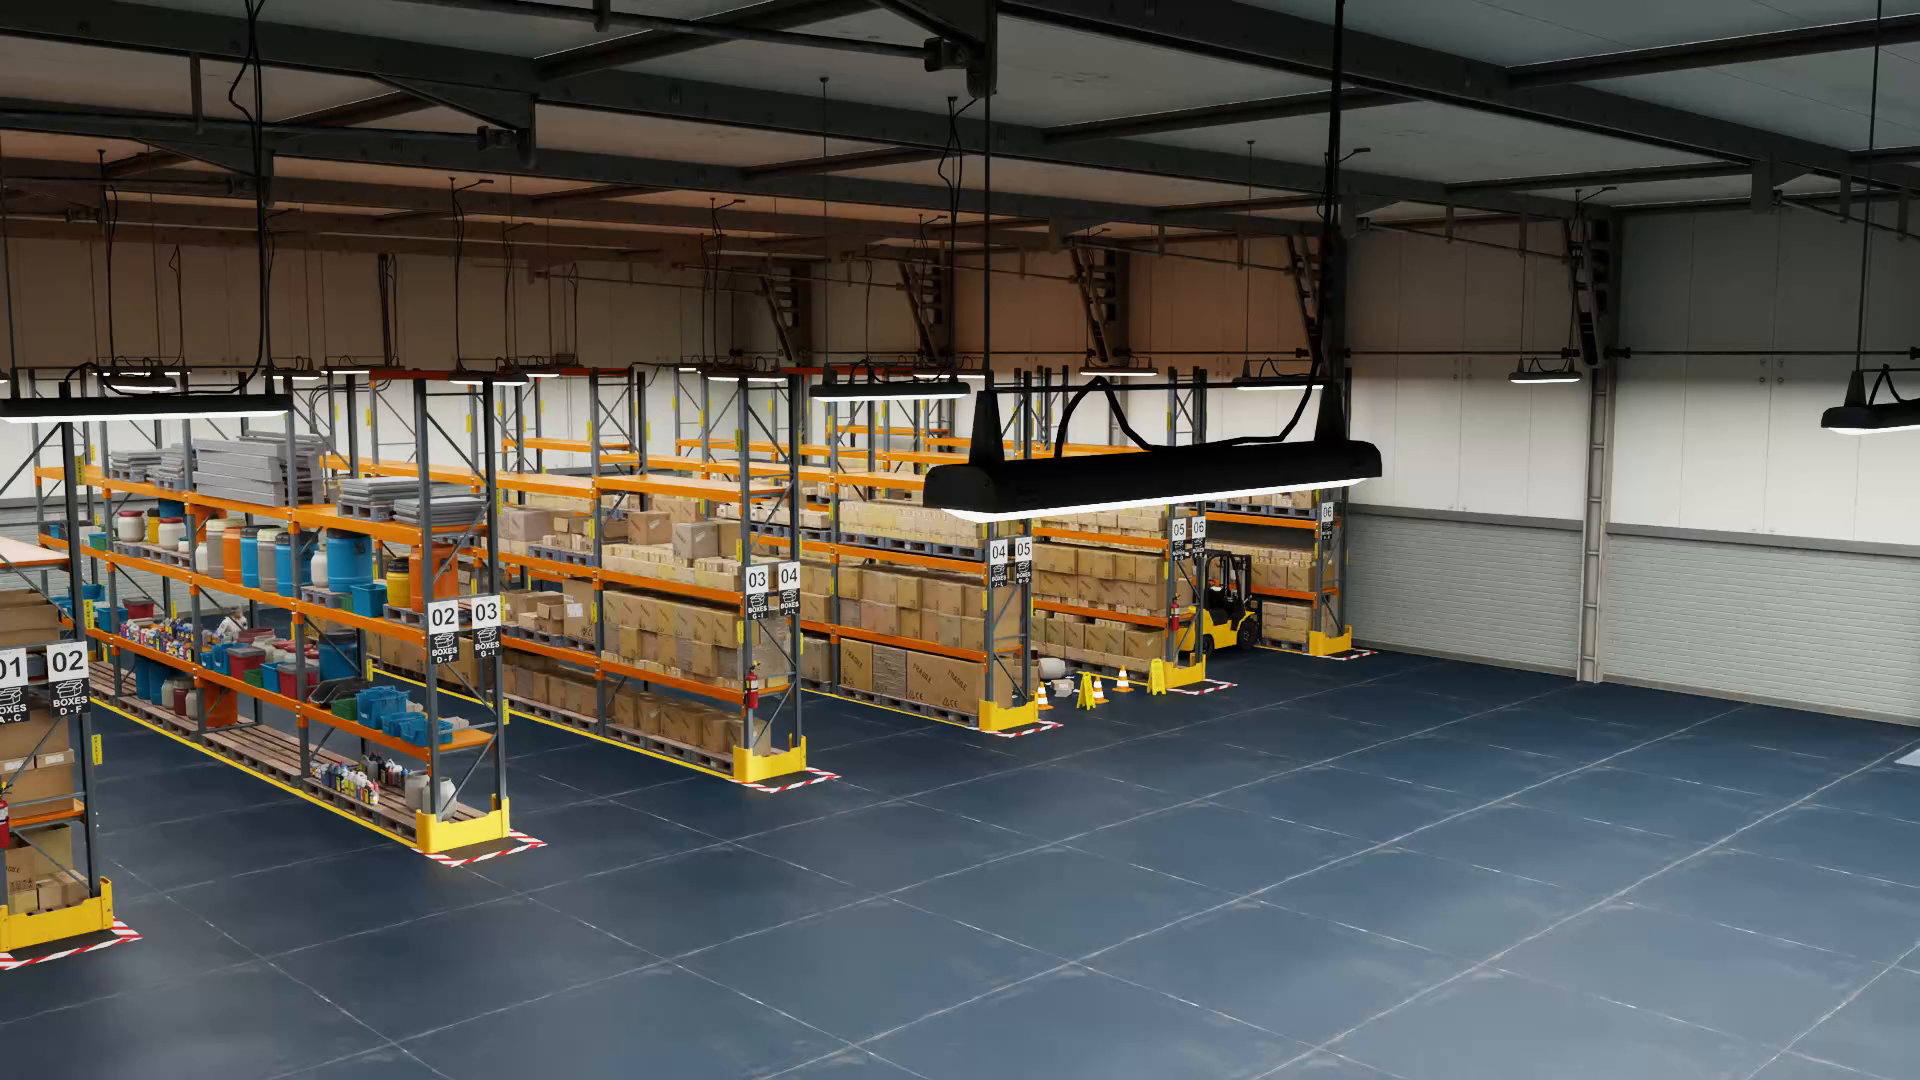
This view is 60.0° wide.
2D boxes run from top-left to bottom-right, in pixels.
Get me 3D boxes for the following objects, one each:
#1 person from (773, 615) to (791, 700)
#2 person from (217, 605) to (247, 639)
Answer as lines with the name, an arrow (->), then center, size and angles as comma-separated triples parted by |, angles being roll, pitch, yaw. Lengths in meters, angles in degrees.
person -> -3.195, 2.079, 30.233 | 0.624, 1.660, 0.591 | 5, 8, 35
person -> -13.765, 1.998, 31.416 | 0.856, 1.635, 0.605 | 6, 9, 41
